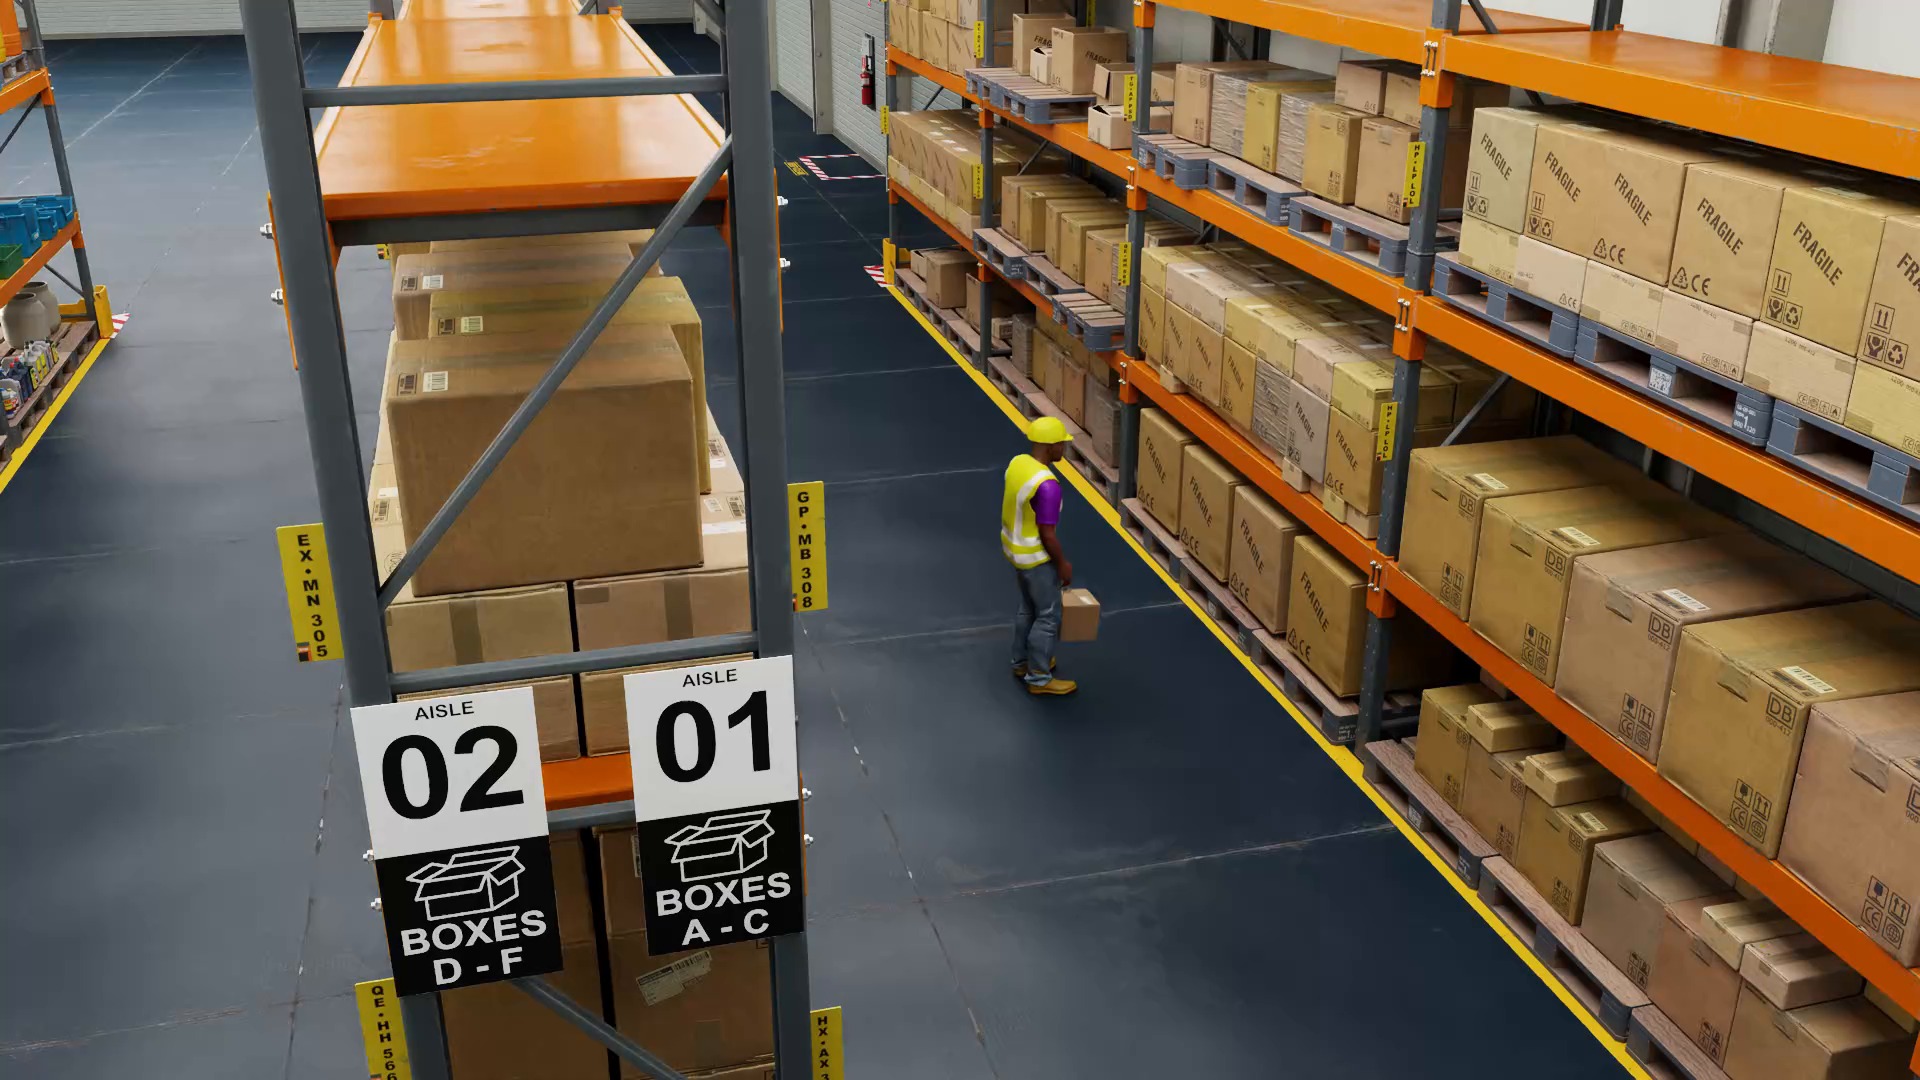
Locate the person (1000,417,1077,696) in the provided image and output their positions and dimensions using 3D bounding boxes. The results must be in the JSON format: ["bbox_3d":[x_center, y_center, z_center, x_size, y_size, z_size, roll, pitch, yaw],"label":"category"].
[{"bbox_3d":[0.486,0.083,10.369,0.435,1.764,0.594,-7,24,-16],"label":"person"}]
